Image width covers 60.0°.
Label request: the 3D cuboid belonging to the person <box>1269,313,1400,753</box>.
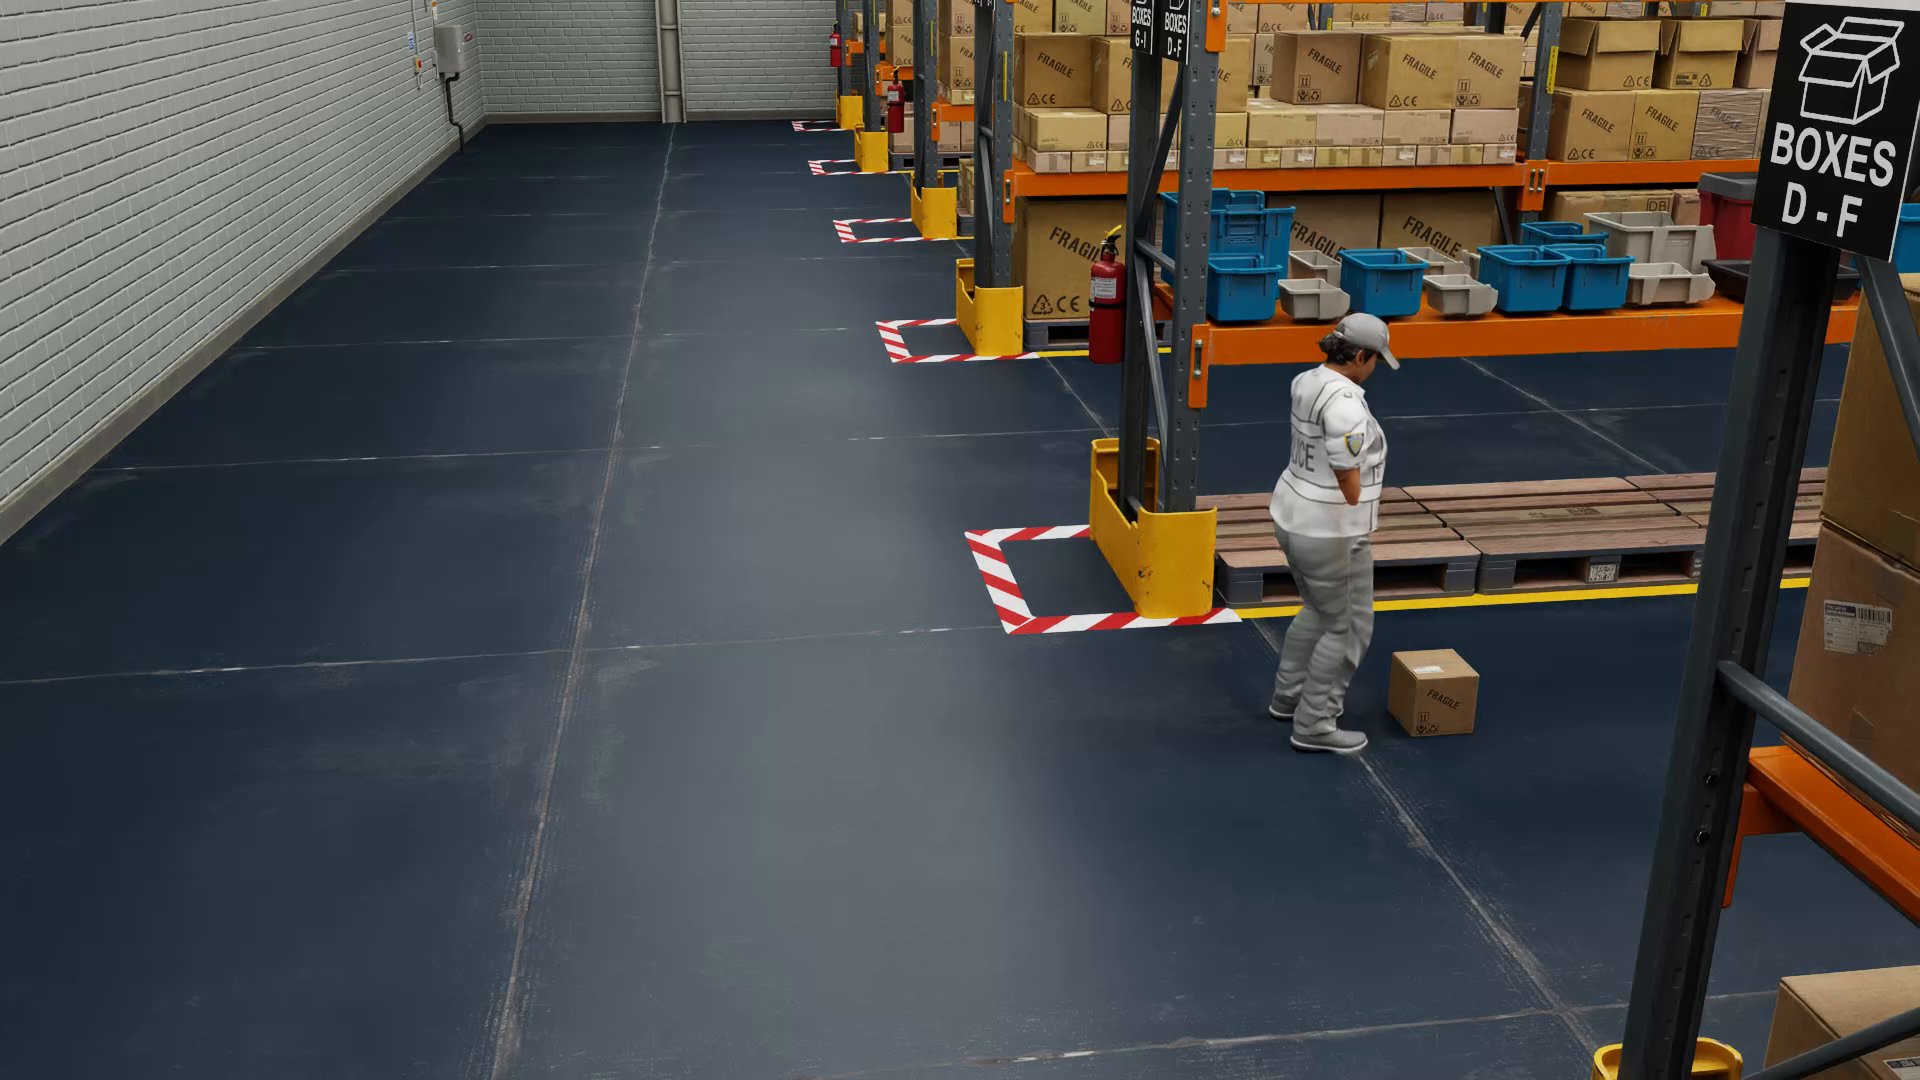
[{"bbox_3d":[1.380,-0.035,6.216,0.428,1.643,0.483,-2,20,-7],"label":"person"}]
